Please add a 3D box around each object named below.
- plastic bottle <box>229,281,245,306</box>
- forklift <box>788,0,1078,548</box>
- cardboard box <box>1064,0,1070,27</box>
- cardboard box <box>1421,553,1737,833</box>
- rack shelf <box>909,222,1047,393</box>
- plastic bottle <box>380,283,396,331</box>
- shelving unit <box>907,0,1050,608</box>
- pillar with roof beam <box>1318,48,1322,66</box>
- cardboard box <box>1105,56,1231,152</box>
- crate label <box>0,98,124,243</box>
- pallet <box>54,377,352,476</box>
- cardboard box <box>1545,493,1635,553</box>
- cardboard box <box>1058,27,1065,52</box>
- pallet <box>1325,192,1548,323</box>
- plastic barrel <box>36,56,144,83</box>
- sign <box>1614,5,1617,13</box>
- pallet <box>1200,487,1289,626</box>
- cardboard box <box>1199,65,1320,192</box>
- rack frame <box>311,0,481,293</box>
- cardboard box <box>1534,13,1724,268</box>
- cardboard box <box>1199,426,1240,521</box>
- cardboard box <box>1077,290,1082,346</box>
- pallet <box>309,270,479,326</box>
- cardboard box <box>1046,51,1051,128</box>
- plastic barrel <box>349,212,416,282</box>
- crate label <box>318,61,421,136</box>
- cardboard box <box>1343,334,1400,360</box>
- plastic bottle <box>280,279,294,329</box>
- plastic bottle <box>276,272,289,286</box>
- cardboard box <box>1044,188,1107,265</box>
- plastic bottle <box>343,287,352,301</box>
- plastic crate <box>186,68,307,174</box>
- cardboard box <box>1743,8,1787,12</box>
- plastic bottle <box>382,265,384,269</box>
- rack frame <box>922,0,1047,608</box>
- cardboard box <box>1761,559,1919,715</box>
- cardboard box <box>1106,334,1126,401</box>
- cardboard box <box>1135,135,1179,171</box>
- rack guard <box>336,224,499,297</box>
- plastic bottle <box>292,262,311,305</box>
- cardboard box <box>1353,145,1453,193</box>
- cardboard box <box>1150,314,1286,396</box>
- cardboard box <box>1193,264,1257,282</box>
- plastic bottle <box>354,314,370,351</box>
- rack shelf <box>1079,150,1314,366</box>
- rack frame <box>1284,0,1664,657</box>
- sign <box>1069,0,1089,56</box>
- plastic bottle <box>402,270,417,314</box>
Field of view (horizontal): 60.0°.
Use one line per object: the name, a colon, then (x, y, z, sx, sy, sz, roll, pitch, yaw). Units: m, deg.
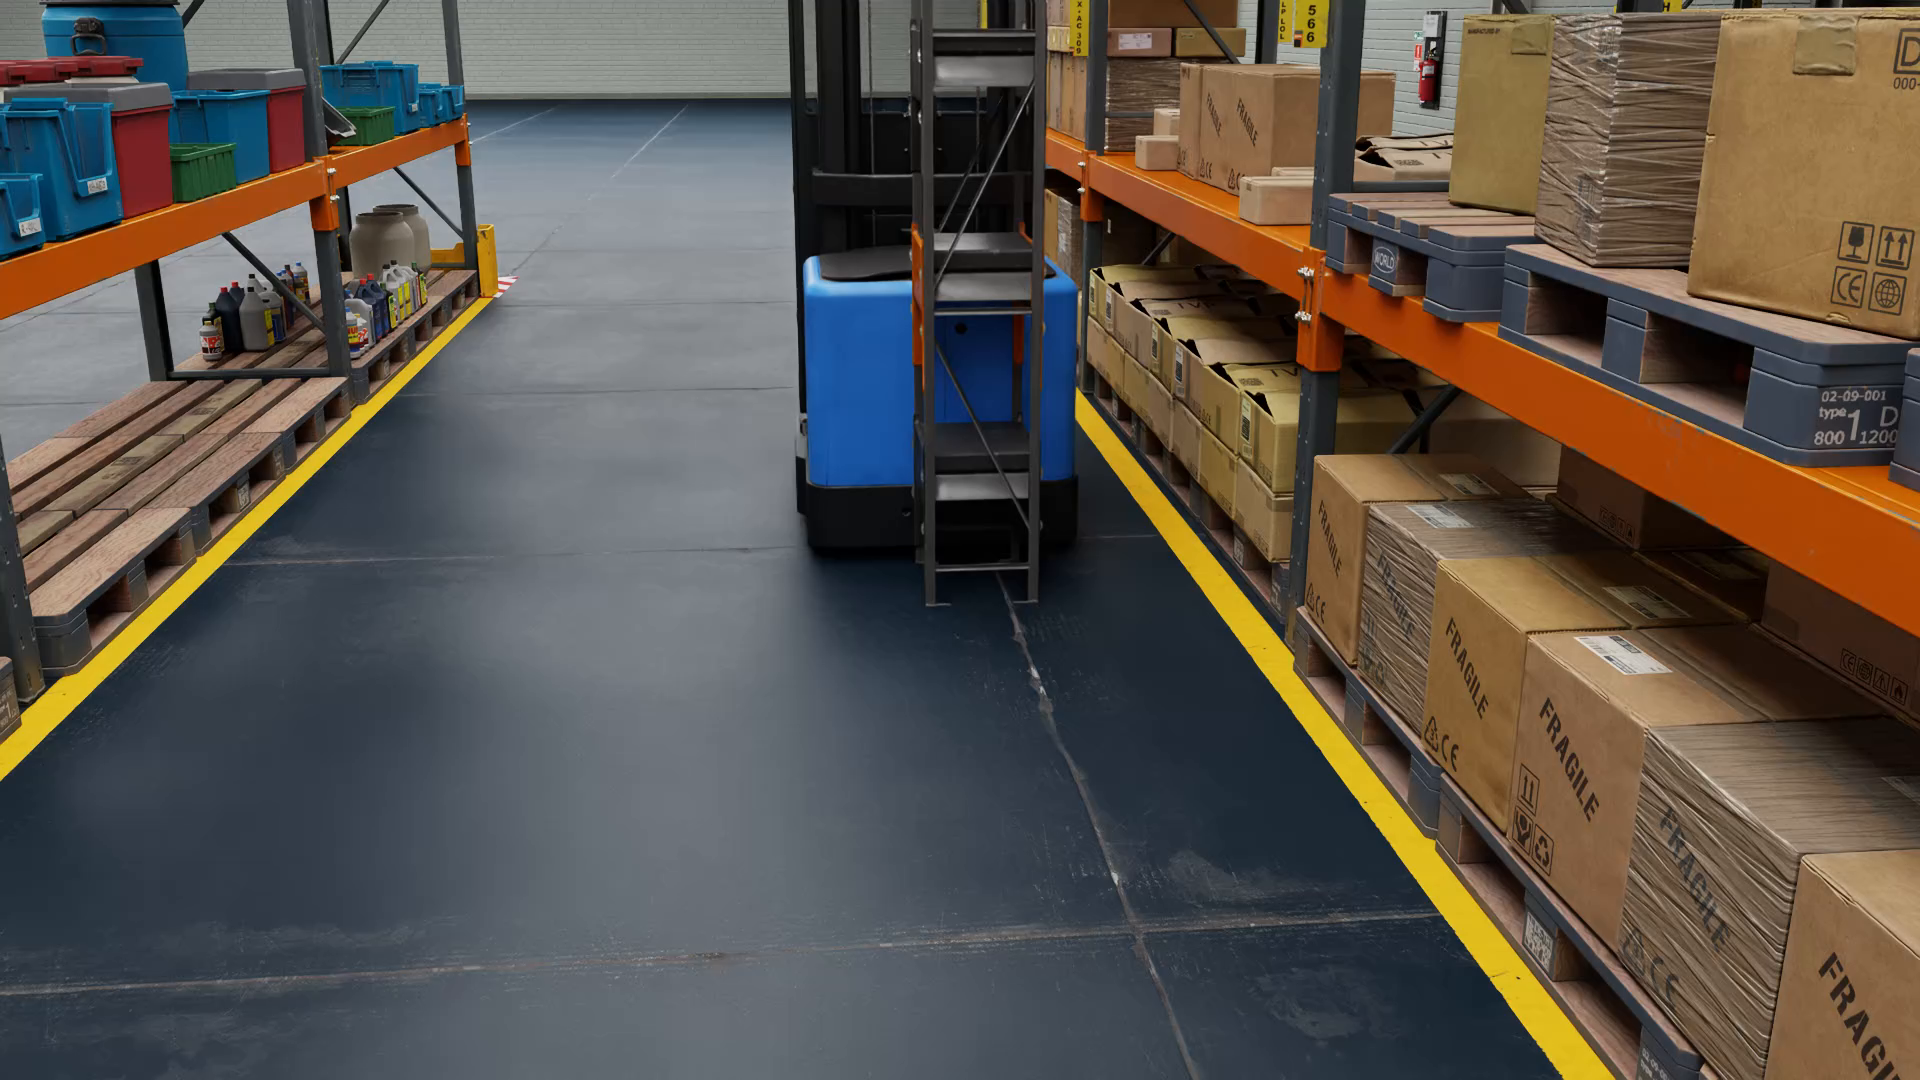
plastic bottle: (-4.124, -1.307, 9.519, 0.144, 0.351, 0.185, -3, 18, -8)
forklift: (-0.204, -1.763, 7.399, 1.130, 2.935, 3.031, -2, 18, -5)
cardboard box: (1.020, -3.371, 10.073, 0.700, 0.500, 0.500, -2, 18, -6)
cardboard box: (1.458, 0.352, 3.987, 0.500, 0.500, 0.500, -2, 18, -6)
rack shelf: (0.054, -0.827, 5.851, 0.431, 0.518, 0.480, -2, 18, -5)
plastic bottle: (-3.417, -1.394, 9.911, 0.061, 0.283, 0.133, -1, 17, -3)
shelving unit: (0.054, -0.840, 5.847, 0.431, 2.100, 0.503, -2, 18, -5)
pillar with roof beam: (1.103, -9.741, 22.680, 9.100, 9.000, 0.400, -2, 18, -6)
cardboard box: (1.124, -2.452, 9.312, 0.700, 0.500, 0.500, -2, 18, -7)
crate label: (-3.172, -1.250, 5.591, 0.502, 0.435, 0.616, -2, 18, -6)
pallet: (-3.632, -0.557, 8.099, 1.003, 0.211, 1.213, -2, 18, -6)
cardboard box: (1.919, 0.174, 4.555, 0.500, 0.500, 0.500, -1, 17, -3)
cardboard box: (0.806, -3.082, 10.237, 0.380, 0.149, 0.250, -1, 17, -4)
pallet: (1.728, -0.789, 4.503, 1.213, 0.211, 1.003, -2, 18, -6)
plastic barrel: (-3.871, -1.893, 7.473, 0.433, 0.535, 0.433, 0, 17, 0)
sign: (5.151, -4.014, 13.011, 0.100, 0.325, 0.005, -2, 18, -6)
pallet: (1.543, 0.003, 6.314, 1.003, 0.211, 1.213, -2, 18, -6)
cardboard box: (1.345, -1.784, 7.186, 0.500, 0.500, 0.500, -2, 18, -6)
rack frame: (-4.164, -3.312, 12.219, 1.000, 3.000, 0.127, -2, 18, -6)
cardboard box: (1.670, -0.866, 3.560, 0.700, 0.500, 0.500, 1, 17, 5)
cardboard box: (1.235, -0.272, 6.424, 0.500, 0.250, 0.500, -2, 18, -6)
cardboard box: (0.911, -1.292, 9.674, 0.500, 0.250, 0.500, -2, 18, -6)
pallet: (-4.031, -1.718, 11.798, 1.003, 0.211, 1.213, -2, 18, -6)
cardboard box: (0.903, -3.068, 11.274, 0.700, 0.500, 0.500, -2, 18, -5)
plastic barrel: (-3.968, -1.982, 11.436, 0.421, 0.512, 0.421, 0, 17, 0)
crate label: (-3.705, -2.789, 10.494, 0.502, 0.435, 0.616, -2, 18, -6)
cardboard box: (1.714, -0.710, 6.884, 0.500, 0.311, 0.500, -2, 18, -7)
plastic bottle: (-4.064, -1.423, 10.001, 0.061, 0.283, 0.133, -2, 18, -6)
plastic bottle: (-4.241, -1.539, 10.390, 0.097, 0.271, 0.097, 0, 17, 0)
cardboard box: (0.816, -1.948, 10.512, 0.500, 0.500, 0.500, -2, 18, -6)
plastic bottle: (-3.565, -1.315, 9.547, 0.144, 0.351, 0.185, -2, 18, -6)
plastic crate: (-3.397, -2.016, 7.984, 0.402, 0.464, 0.583, -2, 18, -6)
cardboard box: (5.594, -3.307, 11.169, 0.500, 0.500, 0.500, -1, 17, -4)
plastic bottle: (-3.645, -1.613, 10.607, 0.061, 0.283, 0.133, -2, 18, -6)
rack frame: (0.078, -0.767, 5.616, 0.400, 2.100, 0.015, -2, 18, -5)
cardboard box: (2.038, 0.137, 3.419, 0.500, 0.250, 0.500, -2, 18, -7)
cardboard box: (1.023, -0.881, 8.363, 0.500, 0.250, 0.500, -1, 17, -4)
cardboard box: (1.064, -1.882, 8.084, 0.380, 0.149, 0.250, -2, 18, -6)
rack guard: (-4.109, -2.098, 12.526, 1.175, 0.500, 0.348, -2, 18, -6)
plastic bottle: (-4.287, -1.670, 10.811, 0.097, 0.271, 0.097, 0, 17, 0)
cardboard box: (1.595, -1.148, 5.474, 0.500, 0.311, 0.500, -1, 17, -2)
cardboard box: (1.131, -0.839, 7.296, 0.500, 0.311, 0.500, -1, 17, -4)
cardboard box: (1.503, -1.316, 8.816, 0.500, 0.311, 0.500, -2, 18, -6)
plastic bottle: (-3.369, -1.164, 9.315, 0.097, 0.201, 0.097, 0, 17, 0)
rack shelf: (1.382, -1.333, 7.117, 1.077, 0.370, 4.000, -2, 18, -6)
rack frame: (1.589, -1.080, 5.111, 1.000, 3.000, 0.127, -2, 18, -6)
sign: (0.624, -2.705, 8.709, 0.100, 0.325, 0.005, -2, 18, -6)
plastic bottle: (-3.525, -1.572, 10.488, 0.152, 0.276, 0.135, -2, 18, -7)
